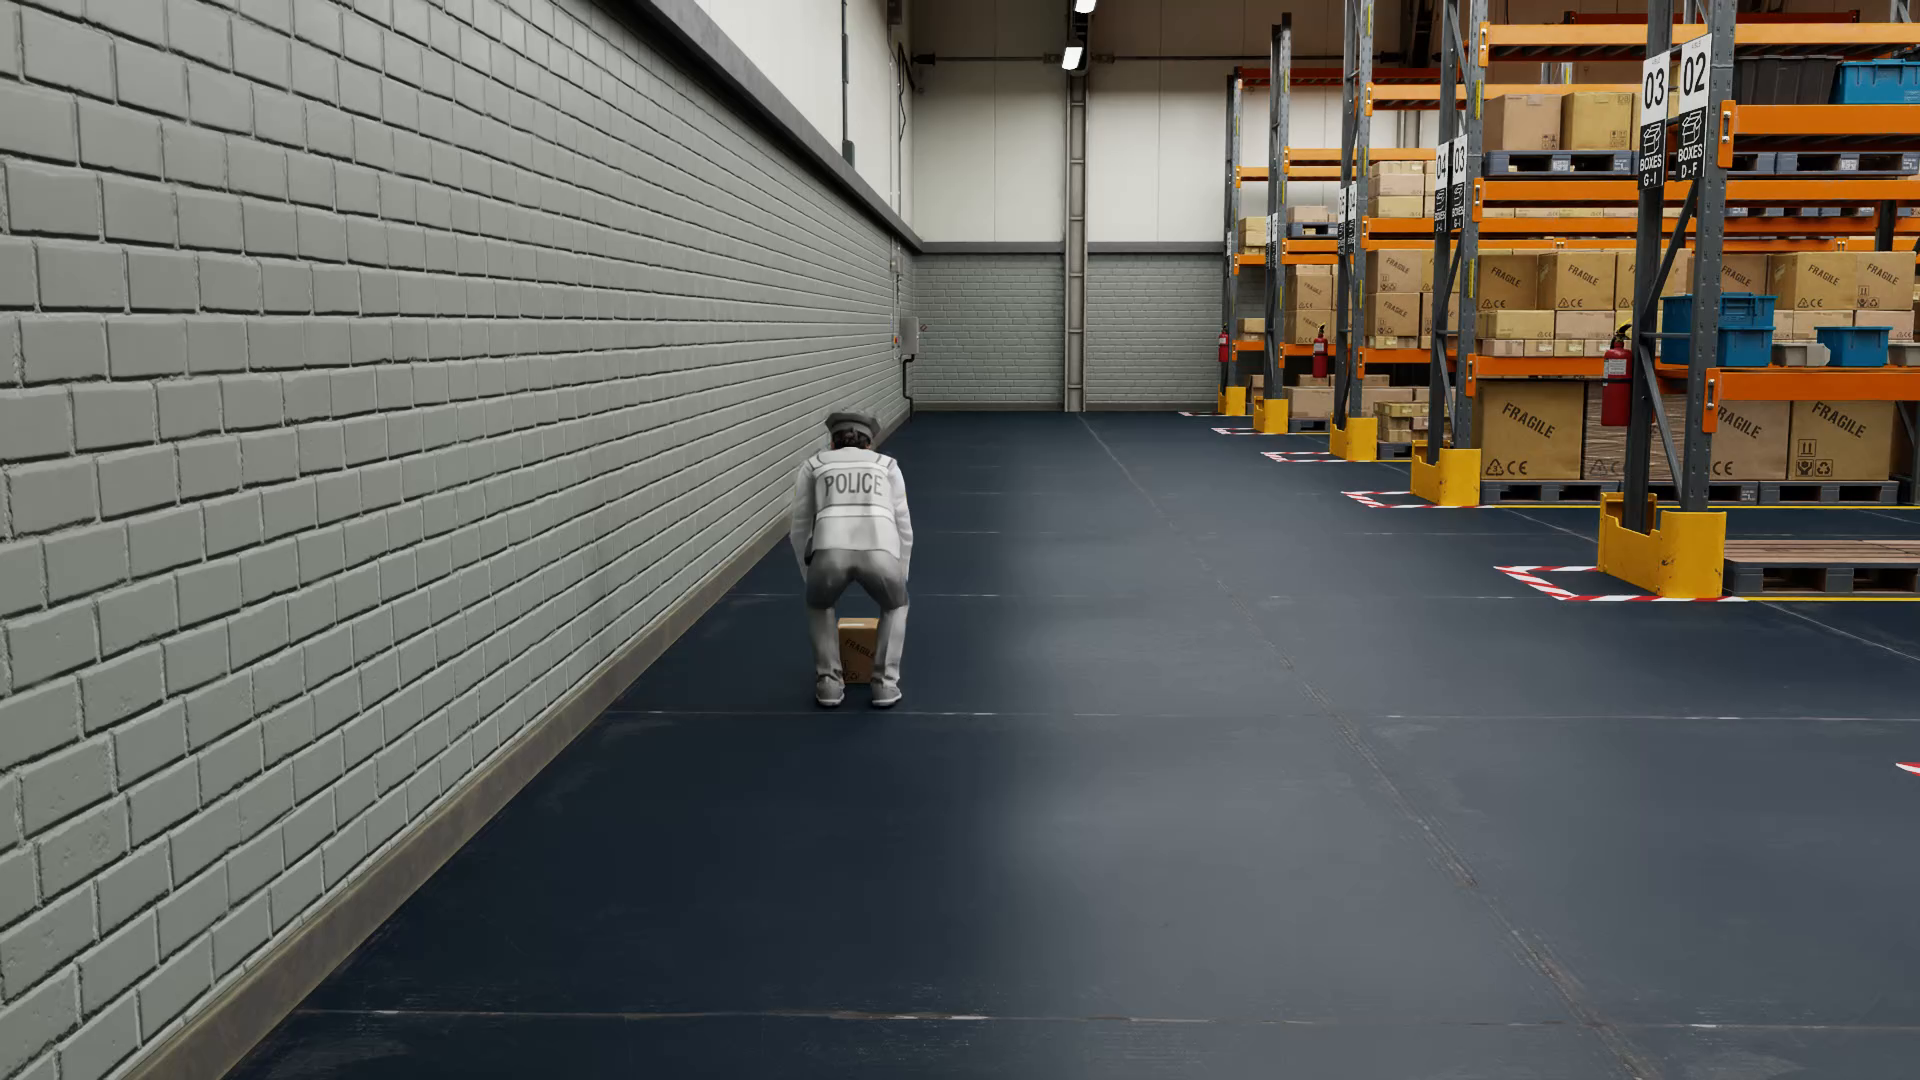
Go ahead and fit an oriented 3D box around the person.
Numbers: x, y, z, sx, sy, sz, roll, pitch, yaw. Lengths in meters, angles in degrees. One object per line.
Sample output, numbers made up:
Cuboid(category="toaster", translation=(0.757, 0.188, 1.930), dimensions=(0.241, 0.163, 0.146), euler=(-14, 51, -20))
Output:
Cuboid(category="person", translation=(-0.466, 0.077, 7.008), dimensions=(0.526, 1.203, 0.787), euler=(0, 7, 1))
